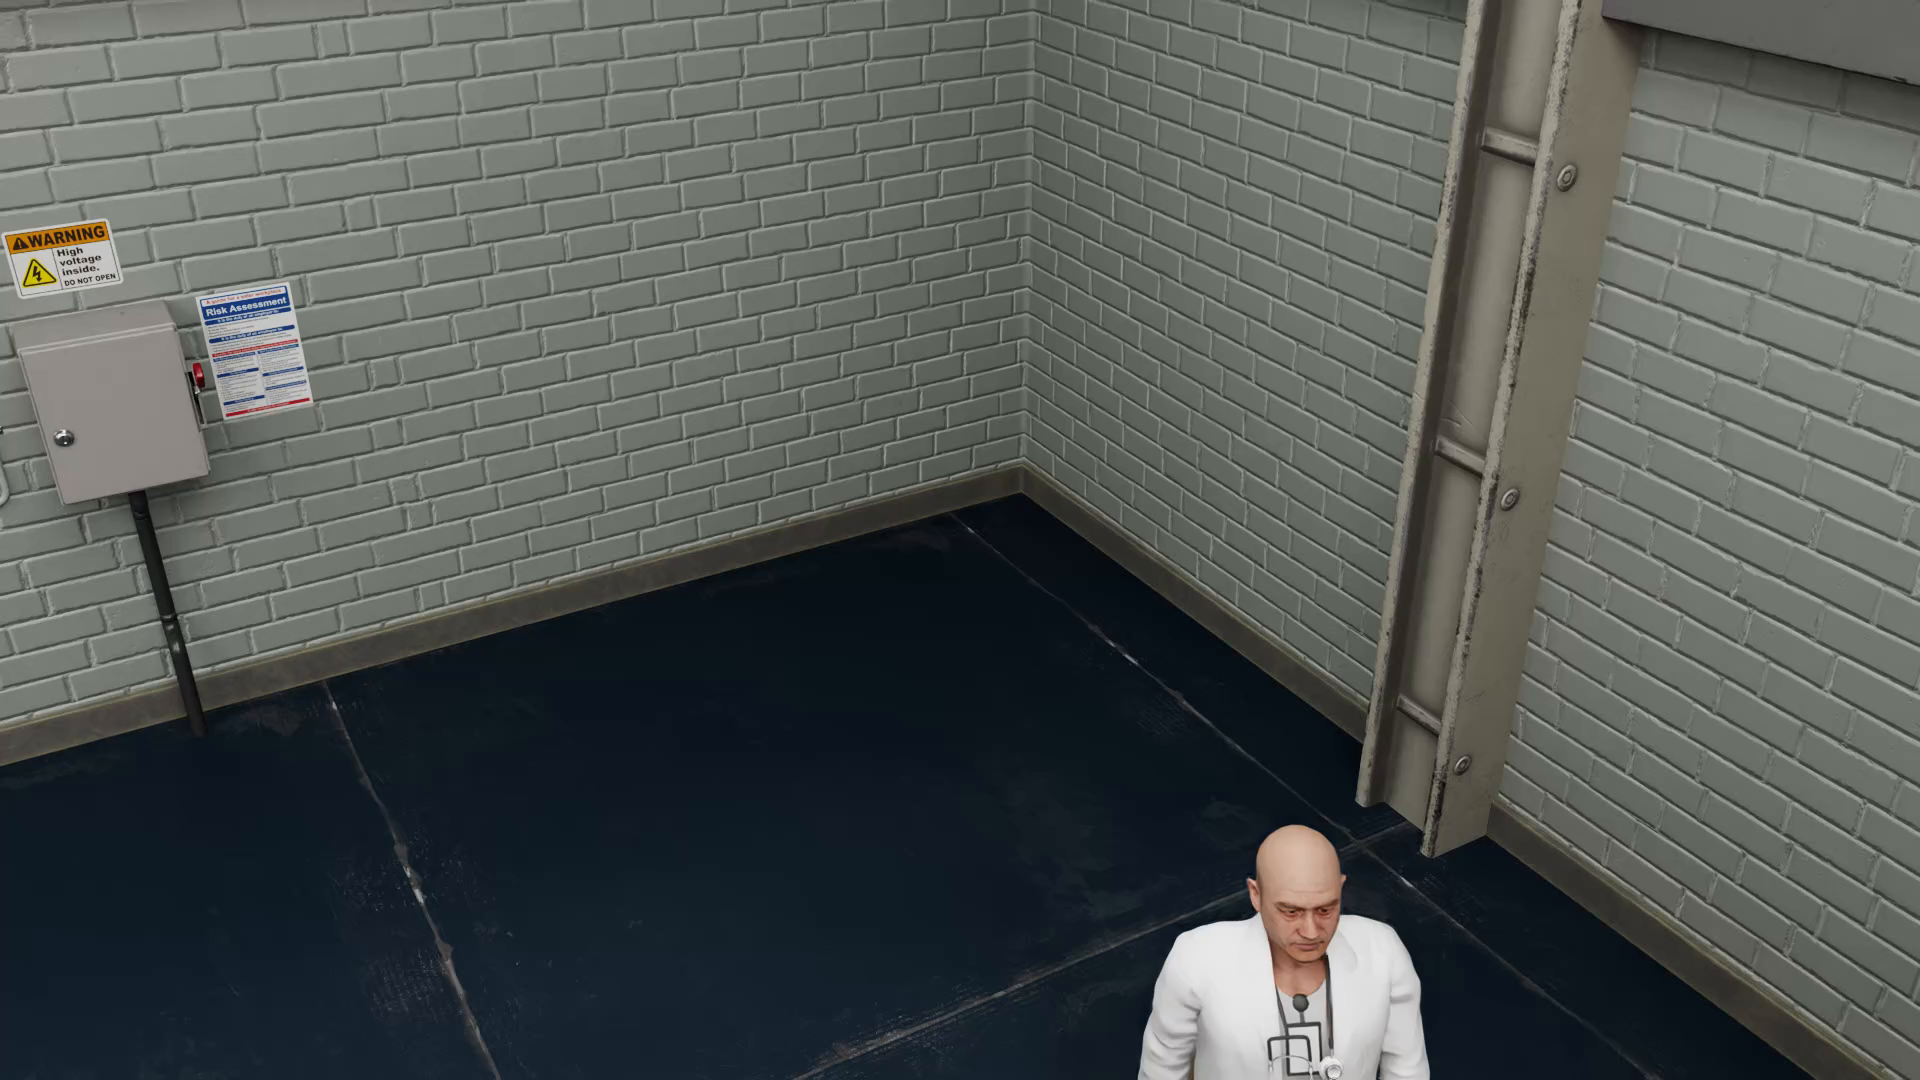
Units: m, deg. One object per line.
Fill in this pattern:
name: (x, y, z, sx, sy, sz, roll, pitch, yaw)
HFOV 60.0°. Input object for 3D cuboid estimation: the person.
person: (0.702, 1.358, 3.668, 0.586, 1.729, 1.171, -4, 29, -8)
